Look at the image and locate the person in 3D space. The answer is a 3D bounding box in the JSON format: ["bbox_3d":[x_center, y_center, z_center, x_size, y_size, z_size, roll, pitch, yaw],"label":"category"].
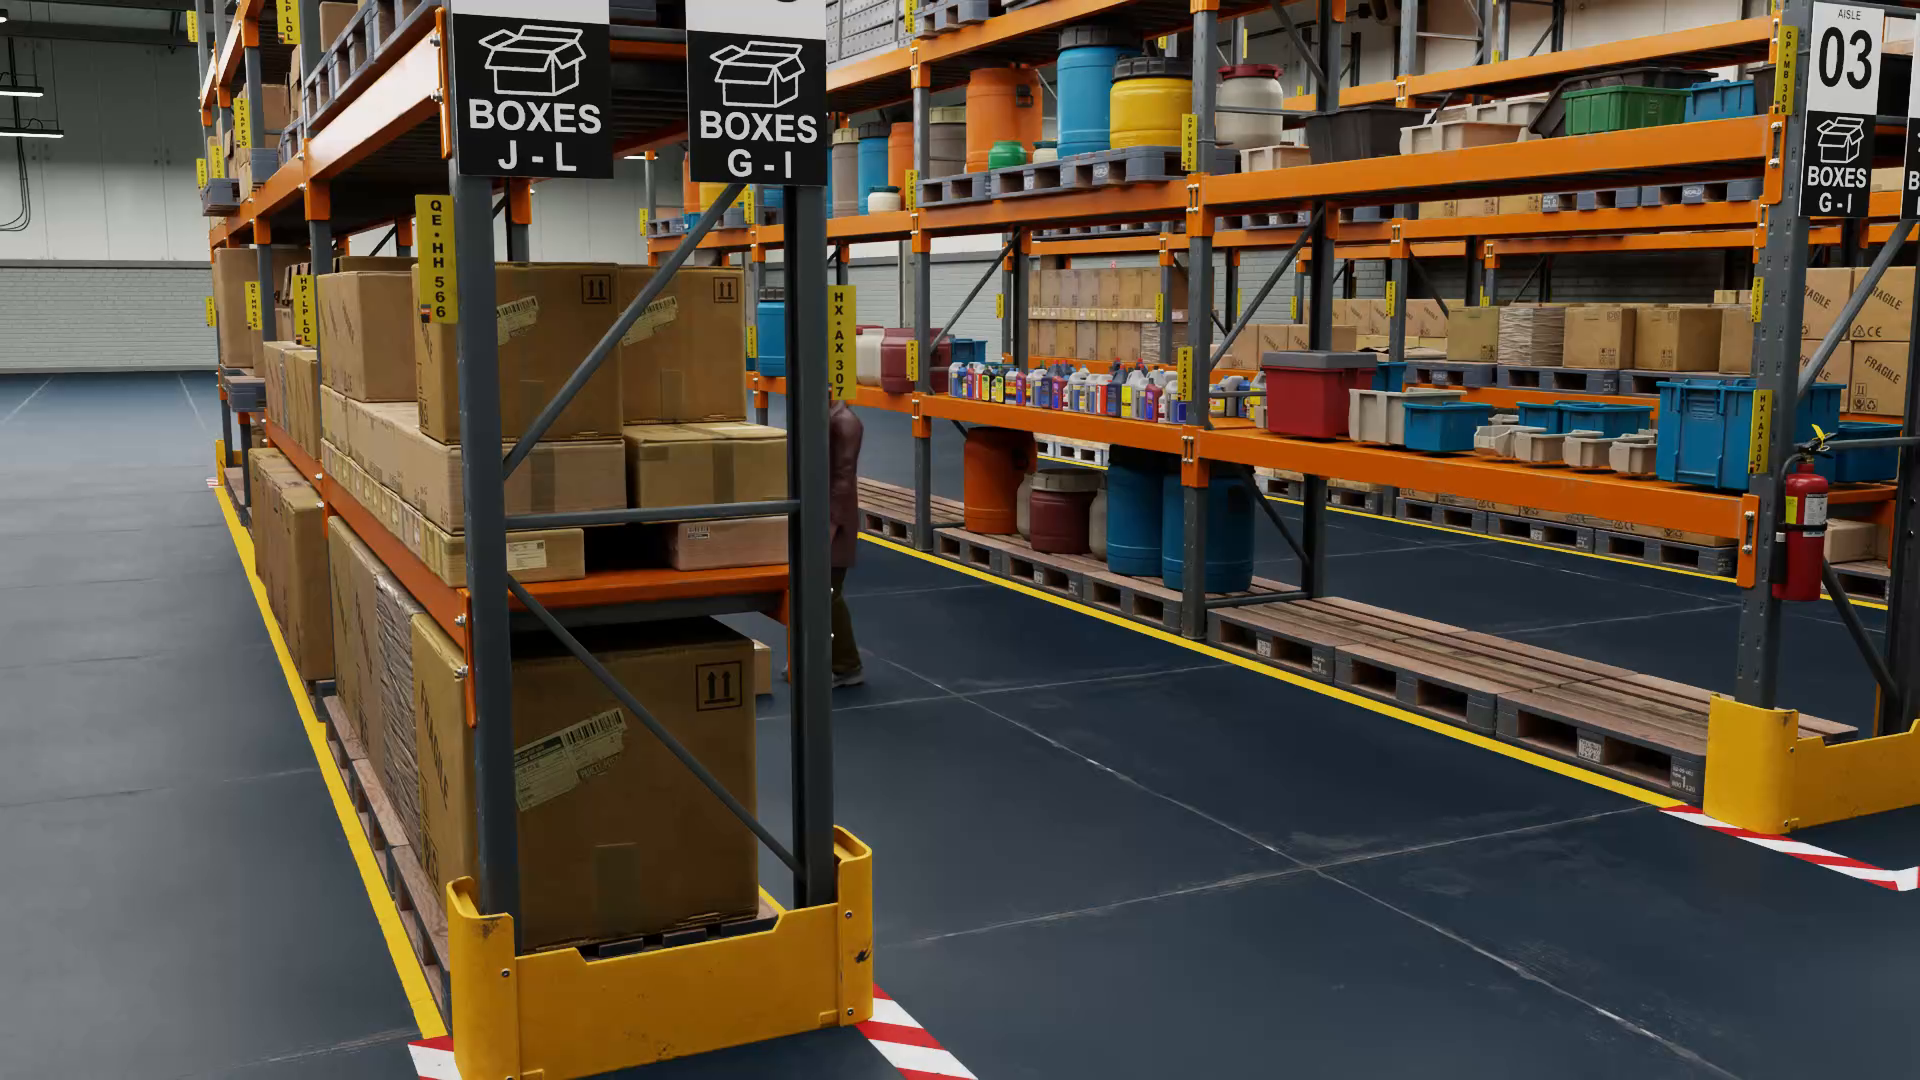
[{"bbox_3d":[-0.744,-0.080,9.022,0.382,1.761,0.569,-4,9,-25],"label":"person"}]
